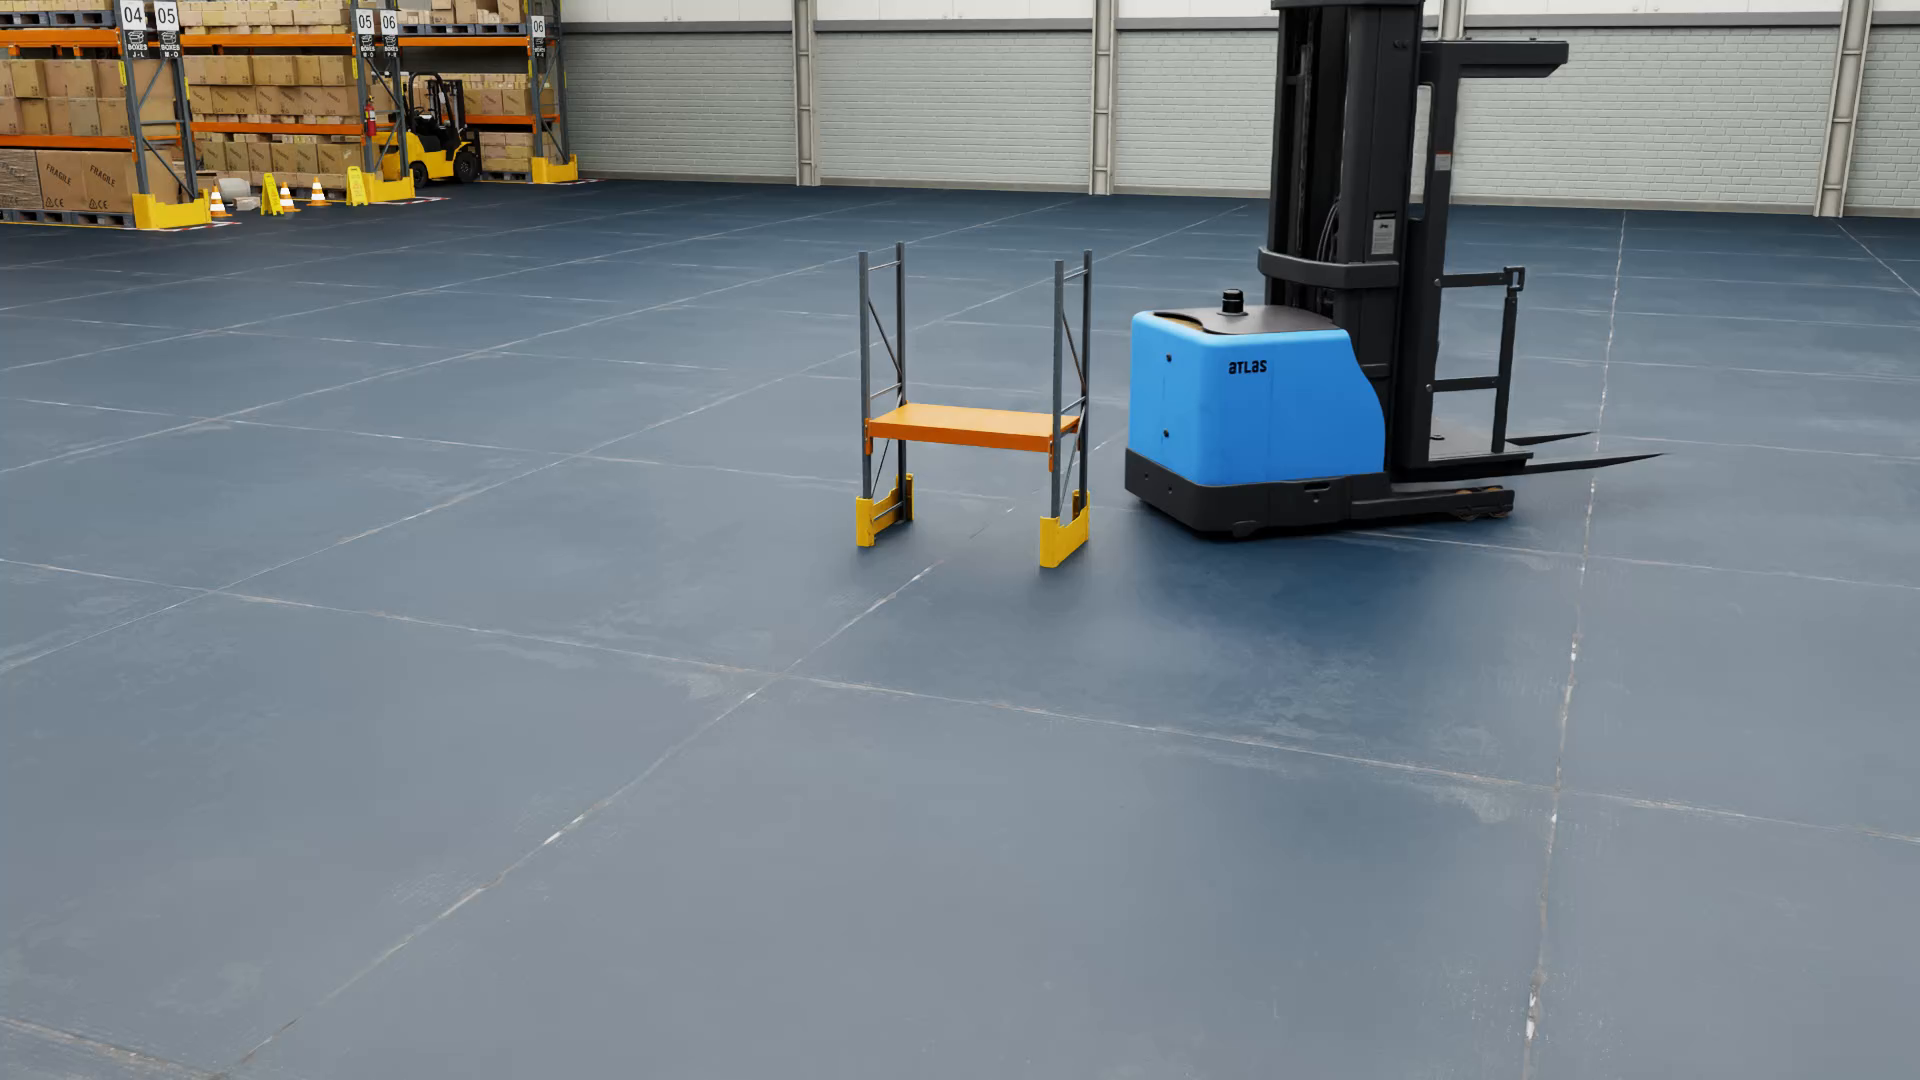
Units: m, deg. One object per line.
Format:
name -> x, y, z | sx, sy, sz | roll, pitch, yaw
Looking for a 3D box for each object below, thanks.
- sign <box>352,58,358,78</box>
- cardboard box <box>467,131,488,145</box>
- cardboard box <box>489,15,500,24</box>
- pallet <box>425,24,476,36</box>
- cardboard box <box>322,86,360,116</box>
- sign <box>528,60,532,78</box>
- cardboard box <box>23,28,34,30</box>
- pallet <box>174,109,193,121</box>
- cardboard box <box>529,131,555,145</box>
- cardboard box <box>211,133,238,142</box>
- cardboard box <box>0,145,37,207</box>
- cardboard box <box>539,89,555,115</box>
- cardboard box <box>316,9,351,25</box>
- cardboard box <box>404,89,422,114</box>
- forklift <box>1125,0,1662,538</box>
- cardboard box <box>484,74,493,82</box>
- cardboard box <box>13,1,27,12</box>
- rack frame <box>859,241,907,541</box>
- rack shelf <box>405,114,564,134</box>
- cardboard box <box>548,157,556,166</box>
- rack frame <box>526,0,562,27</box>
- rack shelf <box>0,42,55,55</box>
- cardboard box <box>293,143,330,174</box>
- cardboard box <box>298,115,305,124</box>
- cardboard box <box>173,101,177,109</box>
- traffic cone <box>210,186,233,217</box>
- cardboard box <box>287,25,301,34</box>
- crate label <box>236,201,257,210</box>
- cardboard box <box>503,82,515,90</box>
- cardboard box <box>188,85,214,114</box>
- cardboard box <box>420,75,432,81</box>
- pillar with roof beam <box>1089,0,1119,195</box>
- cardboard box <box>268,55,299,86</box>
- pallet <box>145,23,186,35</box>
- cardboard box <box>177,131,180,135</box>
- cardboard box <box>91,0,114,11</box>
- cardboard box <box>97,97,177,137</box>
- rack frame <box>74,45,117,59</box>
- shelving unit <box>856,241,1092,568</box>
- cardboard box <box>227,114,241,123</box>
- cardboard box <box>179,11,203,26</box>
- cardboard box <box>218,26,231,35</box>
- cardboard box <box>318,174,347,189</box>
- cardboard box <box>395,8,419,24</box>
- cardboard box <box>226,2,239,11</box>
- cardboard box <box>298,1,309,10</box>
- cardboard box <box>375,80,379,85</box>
sign -> -10.279, -8.013, 28.251 | 0.005, 0.325, 0.100 | 6, 17, 21
cardboard box -> -9.732, -8.162, 33.793 | 0.500, 0.250, 0.500 | 7, 17, 21
cardboard box -> -9.121, -10.310, 32.945 | 0.250, 0.149, 0.380 | 6, 17, 19
pallet -> -10.026, -10.336, 33.675 | 1.213, 0.211, 1.003 | 6, 17, 21
cardboard box -> -10.663, -7.622, 28.834 | 0.500, 0.500, 0.500 | 6, 17, 20
sign -> -8.451, -9.265, 32.706 | 0.005, 0.325, 0.100 | 6, 17, 21
cardboard box -> -17.268, -9.509, 31.118 | 0.250, 0.149, 0.380 | 6, 17, 21
pallet -> -14.435, -7.880, 30.780 | 1.213, 0.211, 1.003 | 6, 17, 21
cardboard box -> -8.617, -8.194, 33.904 | 0.500, 0.250, 0.500 | 6, 17, 20
cardboard box -> -13.234, -7.250, 29.937 | 0.250, 0.149, 0.380 | 7, 17, 21
cardboard box -> -14.940, -5.661, 25.850 | 0.875, 0.875, 0.875 | 7, 17, 21
cardboard box -> -8.598, -8.905, 33.789 | 0.500, 0.500, 0.500 | 7, 18, 22
cardboard box -> -10.632, -8.941, 28.446 | 0.500, 0.250, 0.500 | 6, 17, 20
cardboard box -> -11.152, -9.030, 34.218 | 0.500, 0.500, 0.500 | 7, 17, 22
forklift -> 2.507, -1.644, 9.081 | 3.031, 2.935, 1.130 | -5, 17, -18
cardboard box -> -9.348, -9.301, 33.454 | 0.250, 0.149, 0.380 | 6, 17, 21
cardboard box -> -13.631, -7.825, 24.384 | 0.250, 0.149, 0.380 | 7, 17, 21
rack frame -> -0.394, -0.764, 8.614 | 0.032, 1.500, 0.500 | 6, 17, 21
rack shelf -> -10.099, -8.594, 34.186 | 4.000, 0.370, 1.077 | 6, 17, 21
cardboard box -> -8.624, -7.717, 34.053 | 0.500, 0.250, 0.500 | 6, 17, 21
rack frame -> -8.239, -11.616, 32.544 | 0.127, 3.000, 1.000 | 6, 17, 21
rack shelf -> -19.359, -9.565, 32.151 | 4.000, 0.370, 1.077 | 6, 17, 21
cardboard box -> -11.384, -6.755, 29.395 | 0.500, 0.500, 0.500 | 7, 18, 23
cardboard box -> -11.427, -7.419, 29.300 | 0.250, 0.149, 0.380 | 7, 17, 21
cardboard box -> -14.358, -7.918, 30.265 | 0.250, 0.149, 0.380 | 7, 17, 21
traffic cone -> -11.752, -5.357, 26.296 | 0.334, 0.463, 0.336 | 6, 17, 21
cardboard box -> -11.430, -8.840, 28.814 | 0.250, 0.149, 0.380 | 6, 17, 20
crate label -> -11.775, -5.523, 27.453 | 0.298, 0.136, 0.250 | -2, 16, -8
cardboard box -> -8.913, -9.075, 33.211 | 0.250, 0.149, 0.380 | 7, 17, 22
cardboard box -> -13.471, -7.930, 29.895 | 0.500, 0.500, 0.500 | 6, 17, 20
cardboard box -> -10.802, -9.437, 33.924 | 0.250, 0.149, 0.380 | 6, 17, 20
pillar with roof beam -> 1.028, -9.577, 25.520 | 0.400, 9.000, 9.100 | 6, 17, 21
cardboard box -> -11.592, -8.193, 29.008 | 0.500, 0.500, 0.700 | 6, 17, 20
pallet -> -14.313, -9.297, 30.275 | 1.003, 0.211, 1.213 | 6, 17, 21
cardboard box -> -17.188, -8.973, 36.768 | 0.250, 0.149, 0.380 | 6, 17, 20
cardboard box -> -12.212, -7.668, 23.846 | 0.250, 0.149, 0.380 | 6, 17, 21
cardboard box -> -12.141, -6.251, 24.556 | 0.550, 0.550, 0.875 | 6, 17, 21
rack frame -> -19.402, -9.962, 37.609 | 0.127, 3.000, 1.000 | 6, 17, 21
shelving unit -> 0.071, -0.712, 8.438 | 1.083, 1.500, 0.587 | 6, 17, 21
cardboard box -> -12.873, -7.554, 29.764 | 0.250, 0.149, 0.380 | 7, 18, 22
cardboard box -> -13.469, -9.251, 29.516 | 0.500, 0.250, 0.500 | 6, 17, 19
cardboard box -> -12.865, -9.006, 29.388 | 0.250, 0.149, 0.380 | 7, 18, 22
cardboard box -> -10.930, -6.343, 29.322 | 0.500, 0.250, 0.500 | 6, 17, 20
cardboard box -> -11.275, -10.643, 33.801 | 0.500, 0.311, 0.500 | 7, 17, 22
cardboard box -> -12.626, -9.347, 29.132 | 0.250, 0.149, 0.380 | 6, 17, 19
cardboard box -> -11.167, -9.205, 28.640 | 0.250, 0.149, 0.380 | 6, 17, 21
cardboard box -> -12.208, -9.595, 35.001 | 0.250, 0.149, 0.380 | 6, 17, 19
